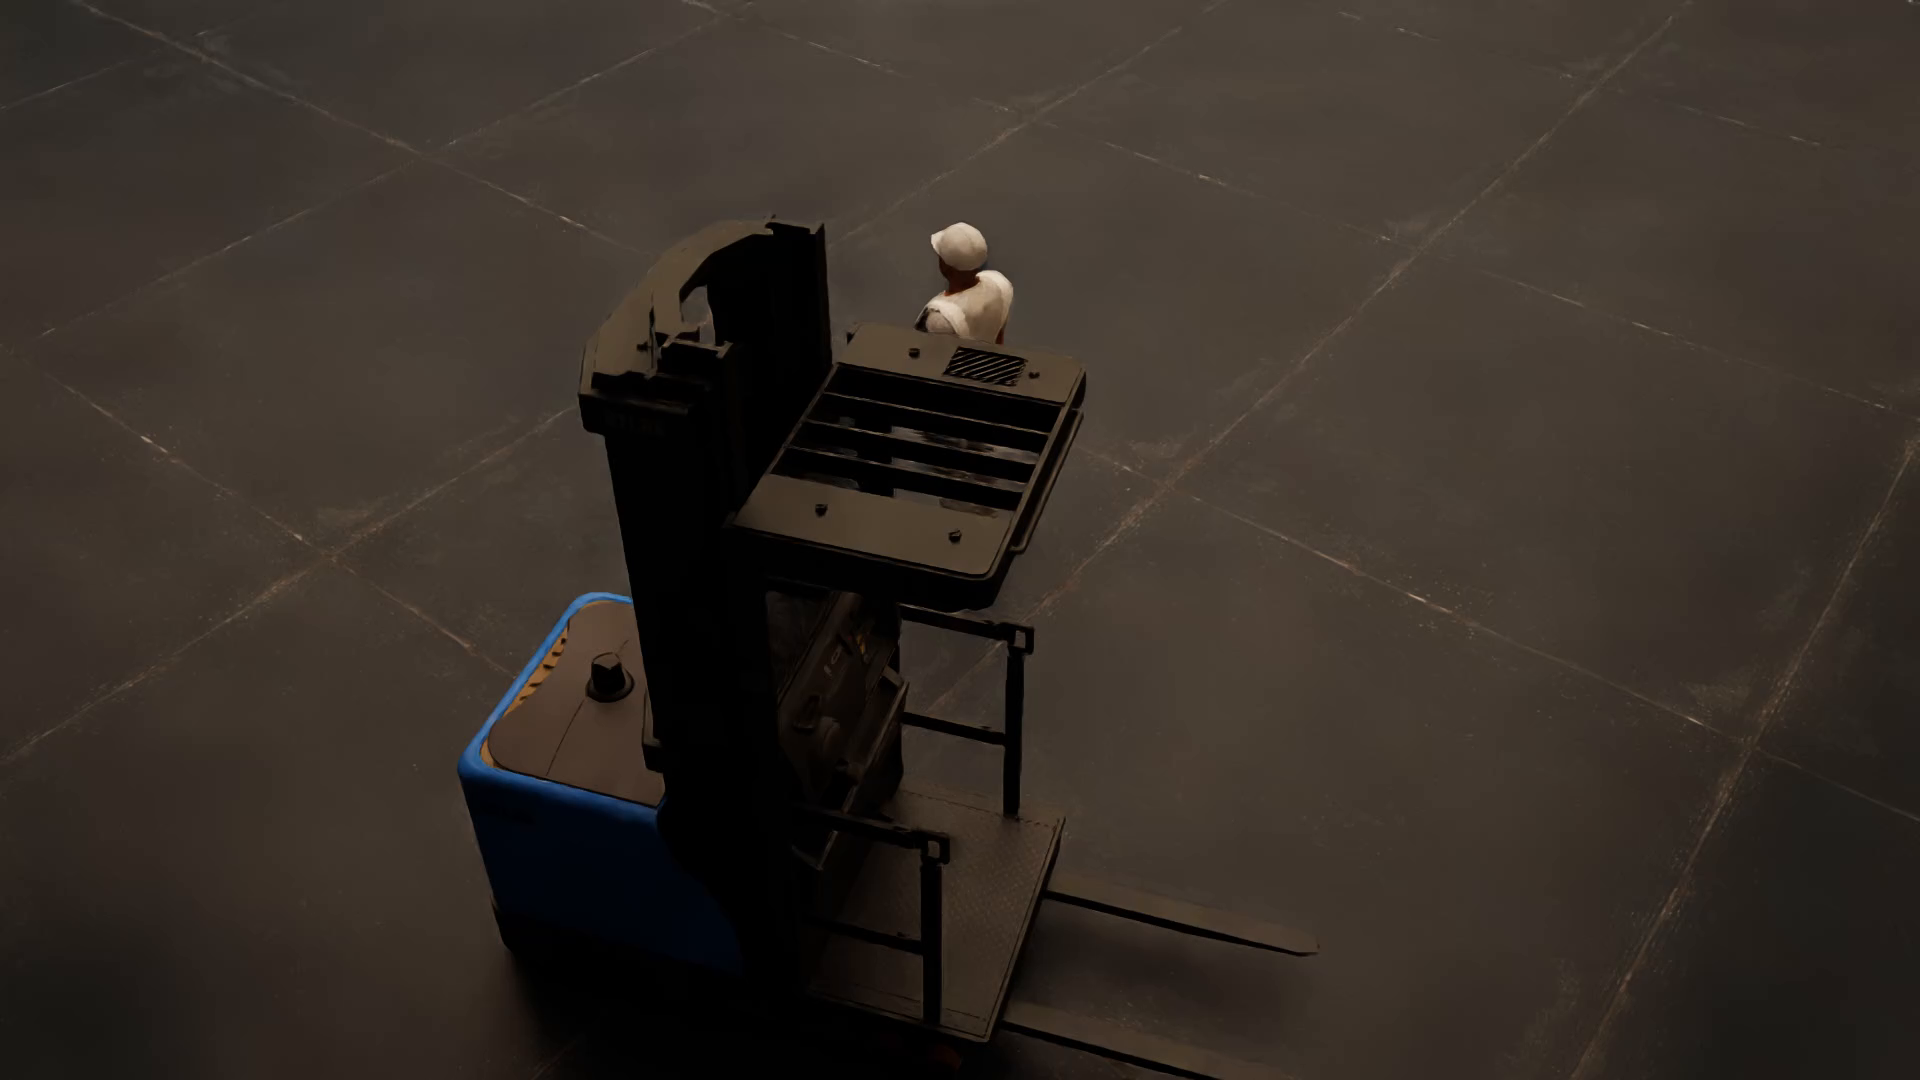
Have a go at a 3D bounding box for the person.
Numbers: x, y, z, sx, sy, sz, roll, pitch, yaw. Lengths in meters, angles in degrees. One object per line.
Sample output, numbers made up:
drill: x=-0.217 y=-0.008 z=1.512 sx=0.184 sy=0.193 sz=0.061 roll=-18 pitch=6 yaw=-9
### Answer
person: x=-0.011 y=-0.685 z=7.759 sx=0.365 sy=1.790 sz=0.546 roll=26 pitch=47 yaw=28

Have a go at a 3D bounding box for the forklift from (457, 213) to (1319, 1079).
forklift: x=-0.199 y=0.470 z=5.523 sx=3.031 sy=2.935 sz=1.130 roll=12 pitch=42 yaw=13
